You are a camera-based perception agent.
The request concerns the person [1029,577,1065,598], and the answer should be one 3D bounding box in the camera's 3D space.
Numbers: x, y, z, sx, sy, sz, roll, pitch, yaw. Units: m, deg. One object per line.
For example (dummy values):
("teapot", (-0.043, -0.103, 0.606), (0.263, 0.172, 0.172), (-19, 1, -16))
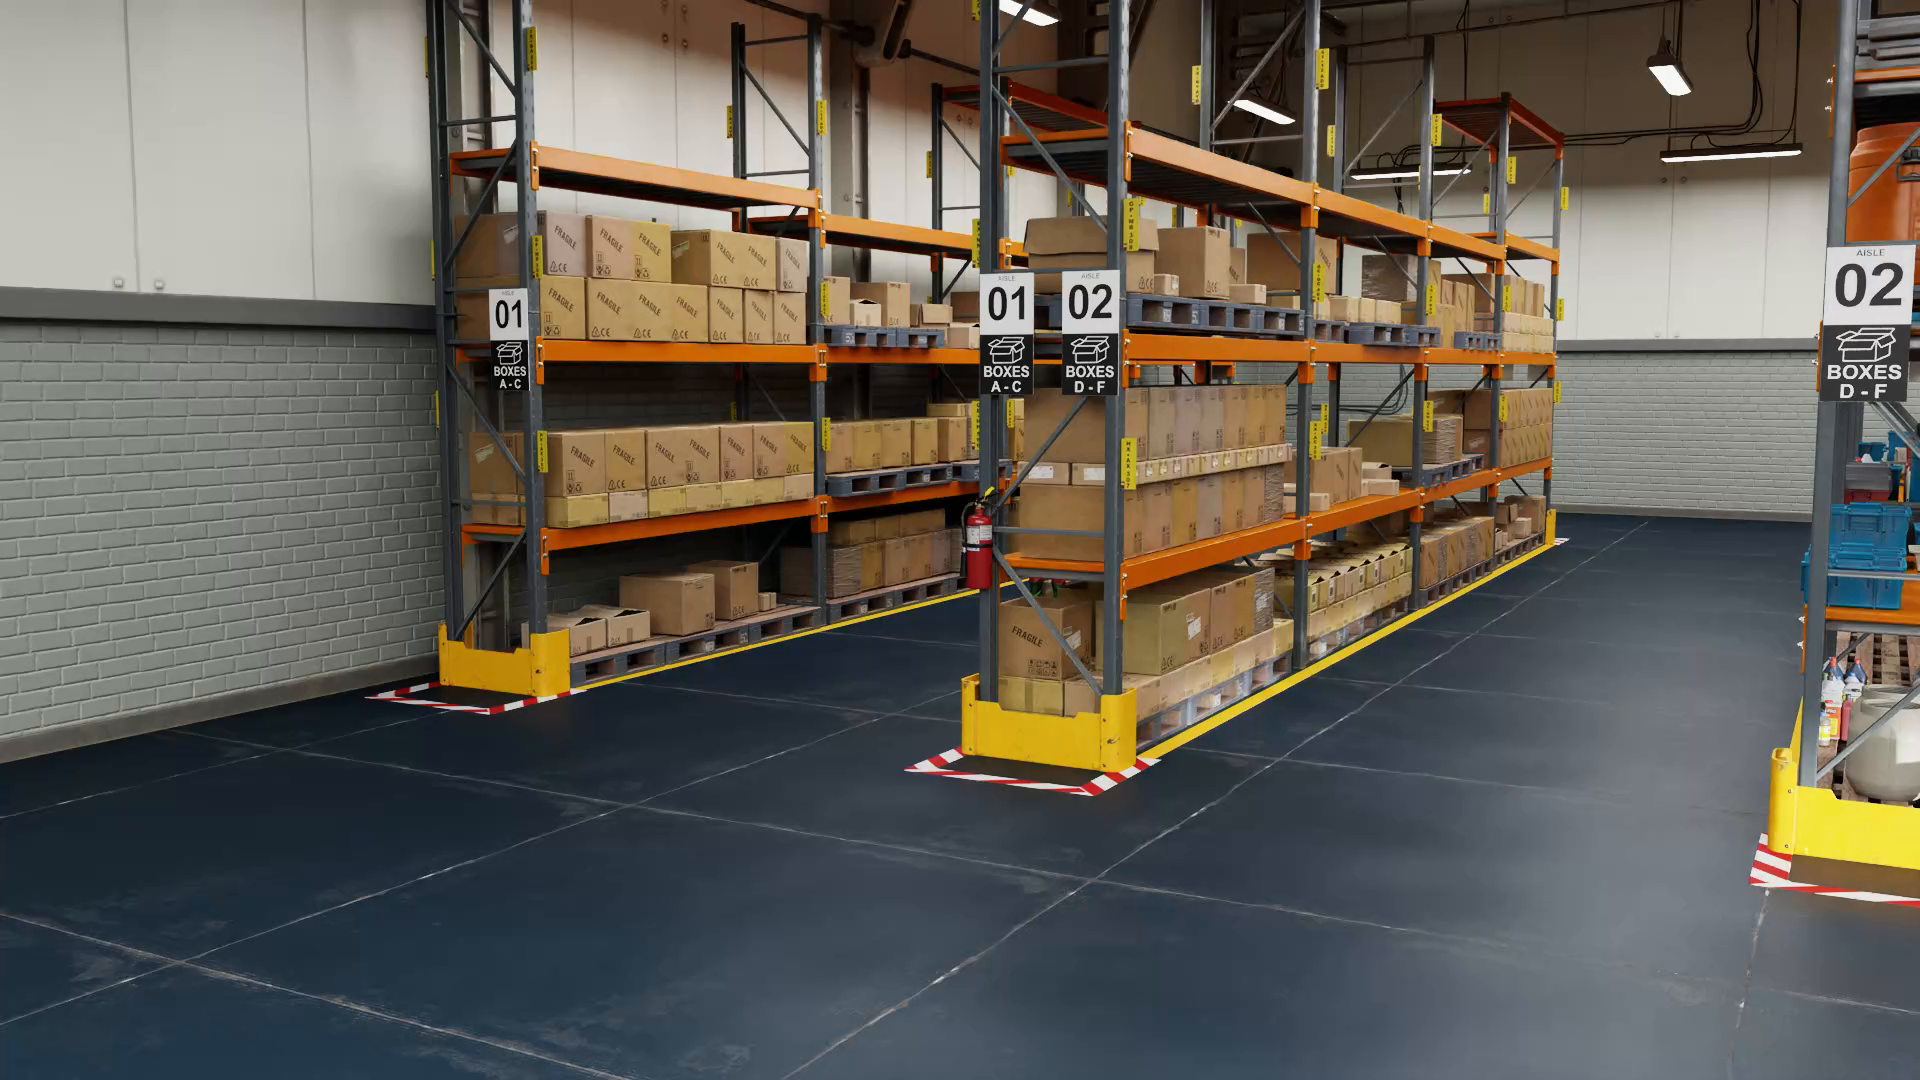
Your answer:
("person", (0.943, -0.159, 18.059), (0.614, 1.778, 0.453), (3, 6, 25))
